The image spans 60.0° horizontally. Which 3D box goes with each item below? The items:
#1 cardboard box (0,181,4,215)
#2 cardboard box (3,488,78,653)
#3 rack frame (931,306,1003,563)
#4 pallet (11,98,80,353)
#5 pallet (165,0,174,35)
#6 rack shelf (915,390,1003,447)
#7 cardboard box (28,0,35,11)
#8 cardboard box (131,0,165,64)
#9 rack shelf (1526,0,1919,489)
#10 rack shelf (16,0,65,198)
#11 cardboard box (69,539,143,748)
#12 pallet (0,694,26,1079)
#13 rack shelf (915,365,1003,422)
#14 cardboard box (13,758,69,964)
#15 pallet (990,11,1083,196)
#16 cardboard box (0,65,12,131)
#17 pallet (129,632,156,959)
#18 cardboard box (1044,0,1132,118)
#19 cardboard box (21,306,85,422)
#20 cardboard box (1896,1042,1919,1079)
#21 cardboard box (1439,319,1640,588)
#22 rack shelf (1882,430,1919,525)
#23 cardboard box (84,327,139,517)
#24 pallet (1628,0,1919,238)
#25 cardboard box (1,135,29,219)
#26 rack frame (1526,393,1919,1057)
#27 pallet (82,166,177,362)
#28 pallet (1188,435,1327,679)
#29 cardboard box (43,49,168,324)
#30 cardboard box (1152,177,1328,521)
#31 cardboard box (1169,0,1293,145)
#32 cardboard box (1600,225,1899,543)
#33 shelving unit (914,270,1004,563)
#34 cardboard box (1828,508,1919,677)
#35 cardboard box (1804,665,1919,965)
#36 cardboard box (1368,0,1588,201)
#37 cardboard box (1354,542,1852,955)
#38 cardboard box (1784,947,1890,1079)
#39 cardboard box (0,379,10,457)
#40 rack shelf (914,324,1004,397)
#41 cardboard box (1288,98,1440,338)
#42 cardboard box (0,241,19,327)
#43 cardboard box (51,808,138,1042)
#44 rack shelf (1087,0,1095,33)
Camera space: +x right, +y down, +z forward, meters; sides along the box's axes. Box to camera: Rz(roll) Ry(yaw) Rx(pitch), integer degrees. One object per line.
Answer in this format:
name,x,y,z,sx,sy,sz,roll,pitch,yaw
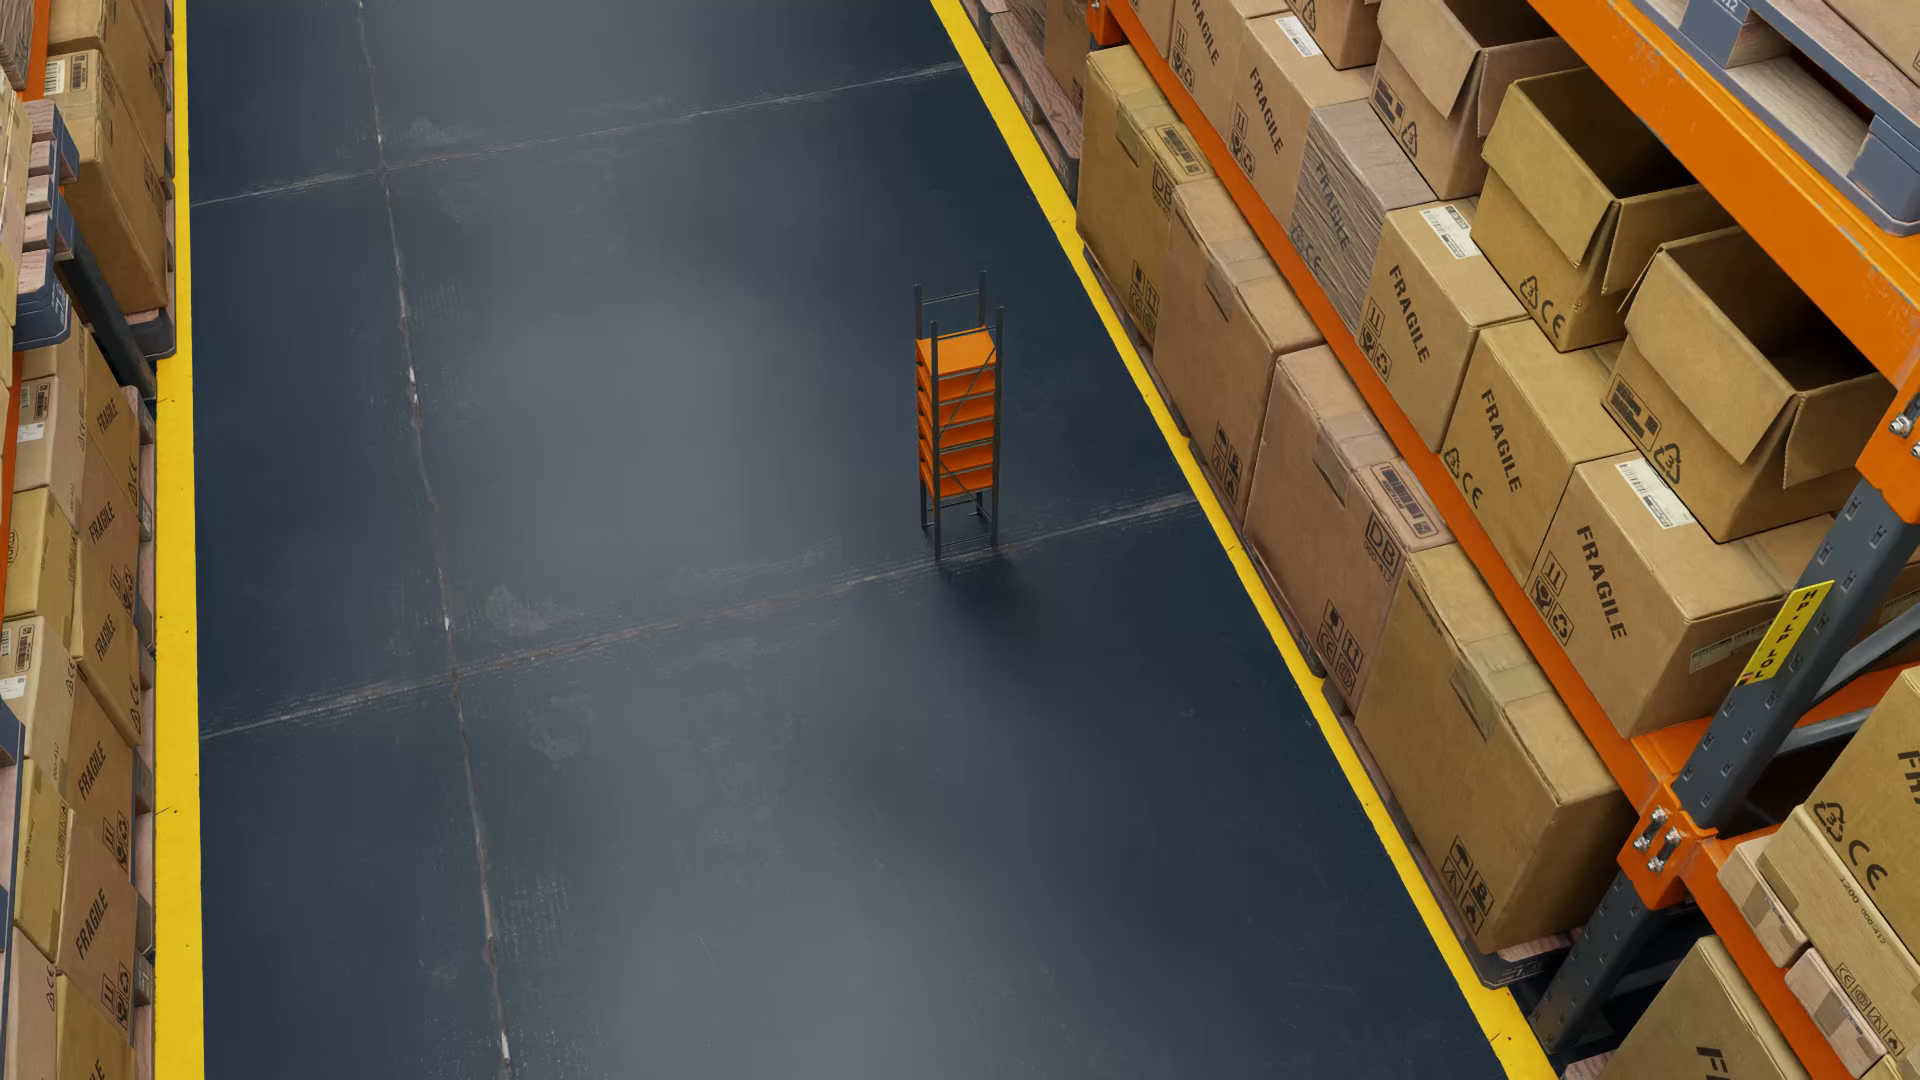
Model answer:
cardboard box,-3.000,-0.967,4.798,0.380,0.149,0.250,-12,51,-10
cardboard box,-2.994,0.150,5.032,0.500,0.250,0.500,-12,51,-10
rack frame,0.023,-0.330,5.744,0.240,1.200,0.006,-13,51,-11
pallet,-3.429,-0.902,5.174,1.213,0.211,1.003,-13,51,-11
pallet,-4.624,-2.937,8.588,1.003,0.211,1.213,-13,51,-11
rack shelf,-0.004,-0.446,5.742,0.258,0.103,0.180,-13,51,-11
cardboard box,-3.769,-2.252,6.121,0.500,0.500,0.500,-14,51,-11
cardboard box,-4.373,-2.654,7.722,1.050,0.750,0.750,-13,51,-11
rack shelf,1.618,-1.782,4.299,1.077,0.370,4.000,-13,51,-11
rack shelf,-4.333,-2.689,7.026,1.077,0.370,4.000,-13,51,-11
cardboard box,-2.975,0.394,5.316,0.500,0.500,0.500,-15,52,-13
pallet,-2.646,0.932,3.628,1.003,0.211,1.213,-13,51,-11
rack shelf,-0.004,-0.523,5.651,0.258,0.103,0.180,-13,51,-11
cardboard box,-2.685,0.902,4.398,0.500,0.250,0.500,-12,51,-10
pallet,0.797,-2.180,7.950,1.003,0.211,1.213,-13,51,-11
cardboard box,-3.160,-1.353,5.124,0.380,0.149,0.250,-12,51,-10
pallet,-3.155,0.899,5.354,1.003,0.211,1.213,-13,51,-11
cardboard box,0.809,-2.329,7.599,0.700,0.500,0.500,-16,52,-13
cardboard box,-3.289,-0.592,5.657,0.500,0.250,0.500,-14,51,-12
cardboard box,2.240,1.133,3.237,0.500,0.250,0.500,-14,51,-11
cardboard box,1.671,-0.262,4.443,0.500,0.500,0.500,-12,51,-10
rack shelf,2.801,1.139,1.836,1.077,0.370,4.000,-13,51,-11
cardboard box,-3.297,-0.369,5.959,0.500,0.500,0.500,-14,51,-11
pallet,1.891,-1.150,3.421,0.805,0.209,1.217,-15,52,-12
cardboard box,-3.085,-1.077,5.085,0.380,0.149,0.250,-13,51,-11
rack frame,2.209,0.413,3.940,1.000,3.000,0.127,-13,51,-11
pallet,-3.903,-1.155,7.085,1.003,0.211,1.213,-13,51,-11
pallet,1.545,-0.127,6.219,1.003,0.211,1.213,-13,51,-11
cardboard box,-3.836,-1.336,6.611,1.050,0.750,0.750,-14,51,-11
cardboard box,1.467,-0.797,6.075,1.225,0.875,0.875,-13,51,-11
cardboard box,1.065,-1.748,5.696,0.500,0.500,0.500,-15,51,-12
cardboard box,2.013,-0.407,3.910,0.797,0.503,0.637,-15,51,-12
shelving unit,-0.004,-0.397,5.800,0.258,1.200,0.189,-13,51,-11
cardboard box,2.312,-0.011,4.232,0.500,0.500,0.500,-13,51,-11
cardboard box,2.107,0.532,3.253,0.500,0.500,0.500,-13,51,-11
cardboard box,1.622,-1.361,4.714,0.797,0.503,0.637,-12,51,-10
cardboard box,2.001,0.500,4.982,1.225,0.875,0.875,-13,51,-11
cardboard box,2.057,0.977,3.628,0.380,0.149,0.250,-15,51,-12
cardboard box,-2.782,-0.320,4.448,0.380,0.149,0.250,-12,51,-10
rack shelf,-0.004,-0.601,5.559,0.258,0.103,0.180,-13,51,-11
cardboard box,1.366,-1.009,5.073,0.500,0.500,0.500,-13,51,-11
cardboard box,-2.938,-0.706,4.773,0.380,0.149,0.250,-14,51,-11
cardboard box,-2.682,1.146,4.683,0.500,0.500,0.500,-11,51,-9
rack shelf,0.435,-3.737,7.909,1.077,0.370,4.000,-13,51,-11
